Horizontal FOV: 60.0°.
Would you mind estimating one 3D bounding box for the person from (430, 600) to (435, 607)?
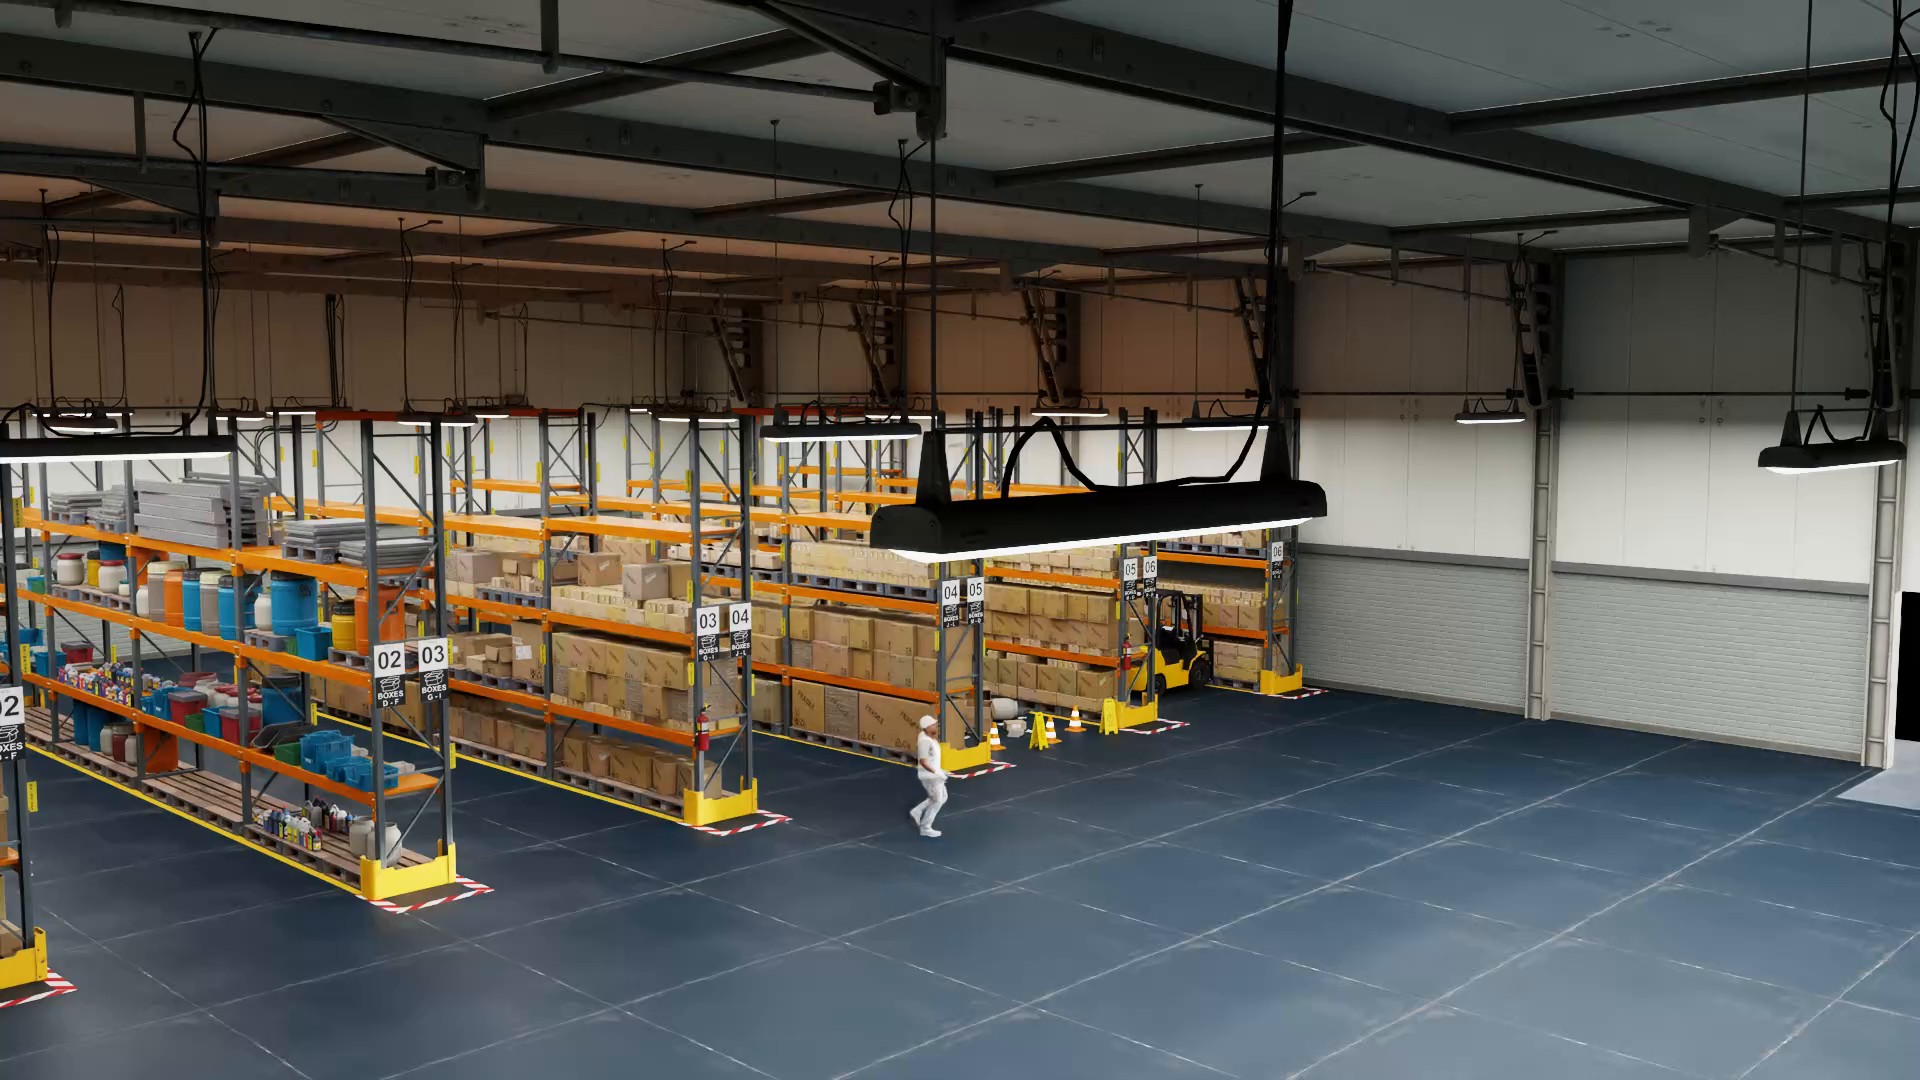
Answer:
[{"bbox_3d":[-12.682,1.954,39.852,0.727,1.766,0.731,5,7,43],"label":"person"}]

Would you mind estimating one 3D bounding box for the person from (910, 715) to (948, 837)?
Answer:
[{"bbox_3d":[-0.448,3.363,23.763,0.547,1.742,0.683,0,5,-1],"label":"person"}]
